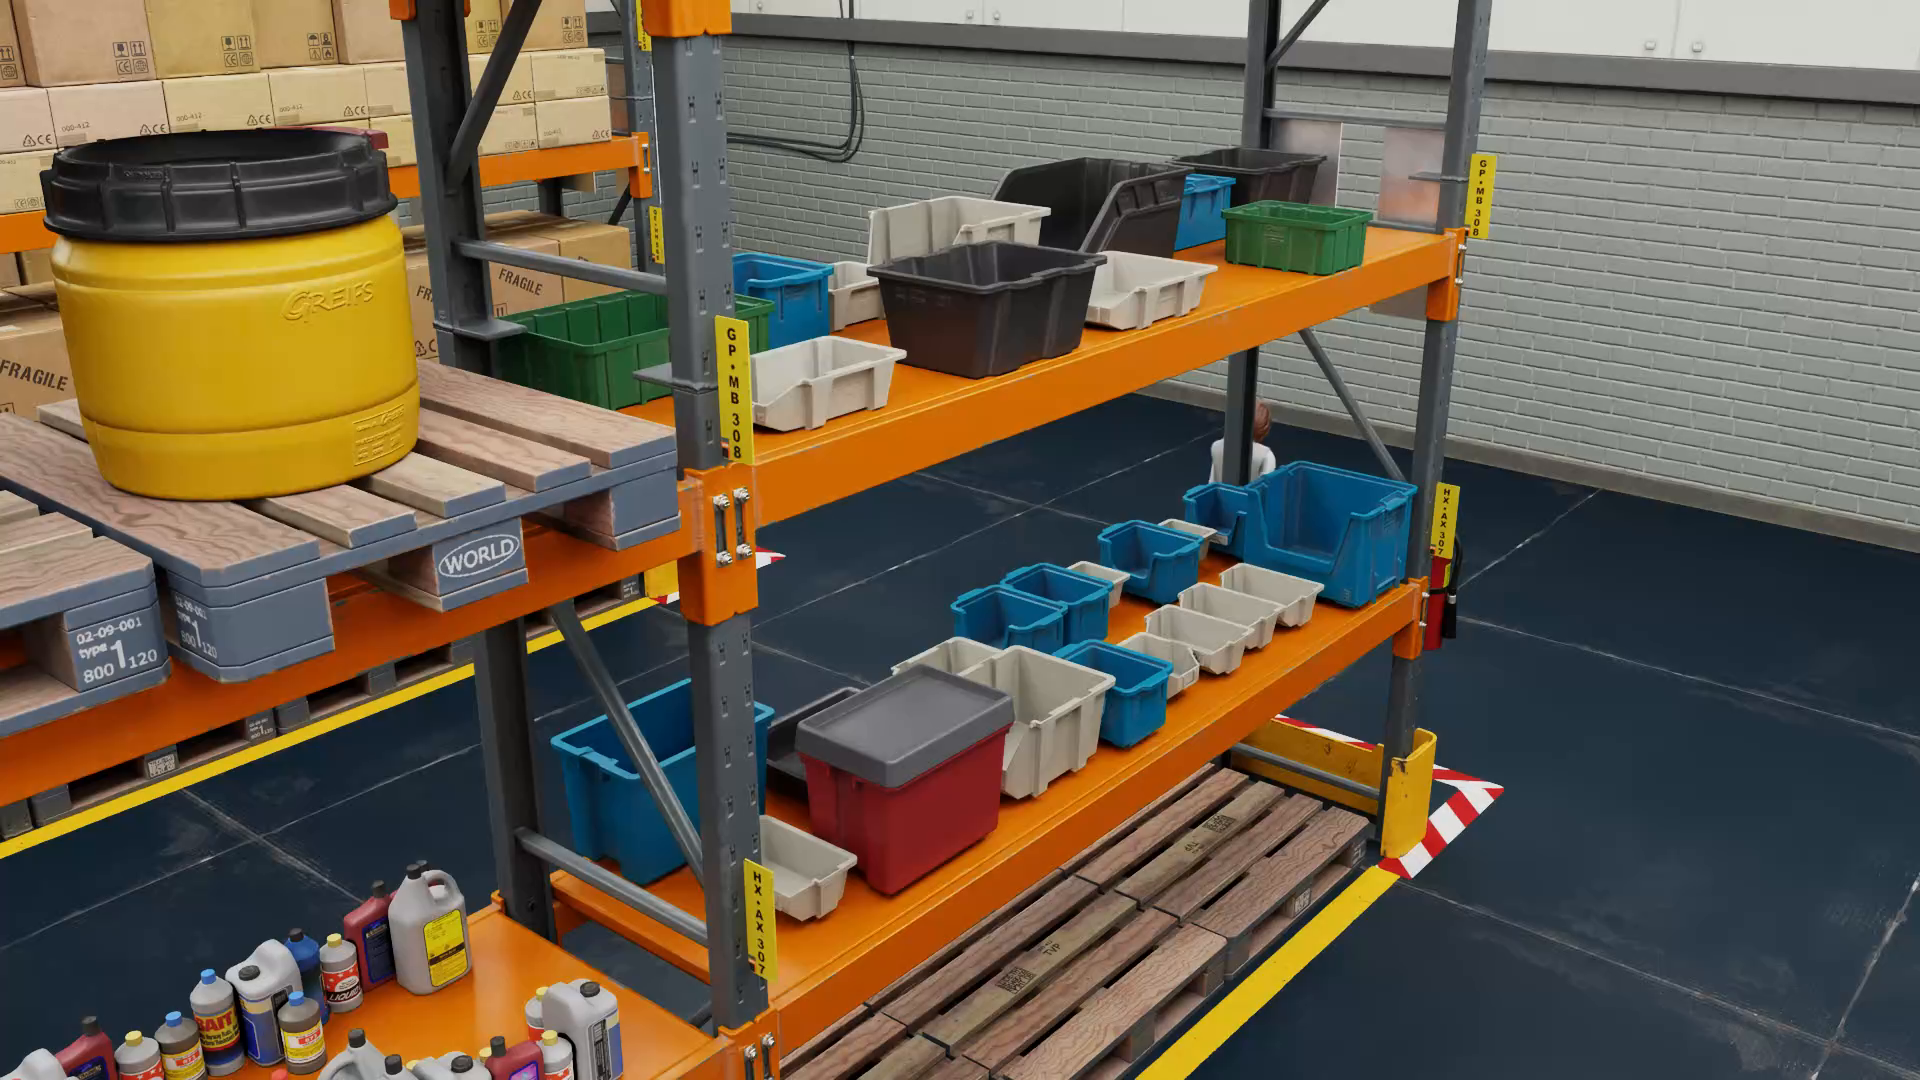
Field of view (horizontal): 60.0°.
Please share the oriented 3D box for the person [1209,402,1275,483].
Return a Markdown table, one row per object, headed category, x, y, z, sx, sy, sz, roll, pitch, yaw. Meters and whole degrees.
| category | x | y | z | sx | sy | sz | roll | pitch | yaw |
| --- | --- | --- | --- | --- | --- | --- | --- | --- | --- |
| person | 1.537 | 0.002 | 9.184 | 0.433 | 1.538 | 0.417 | 17 | 26 | 38 |
